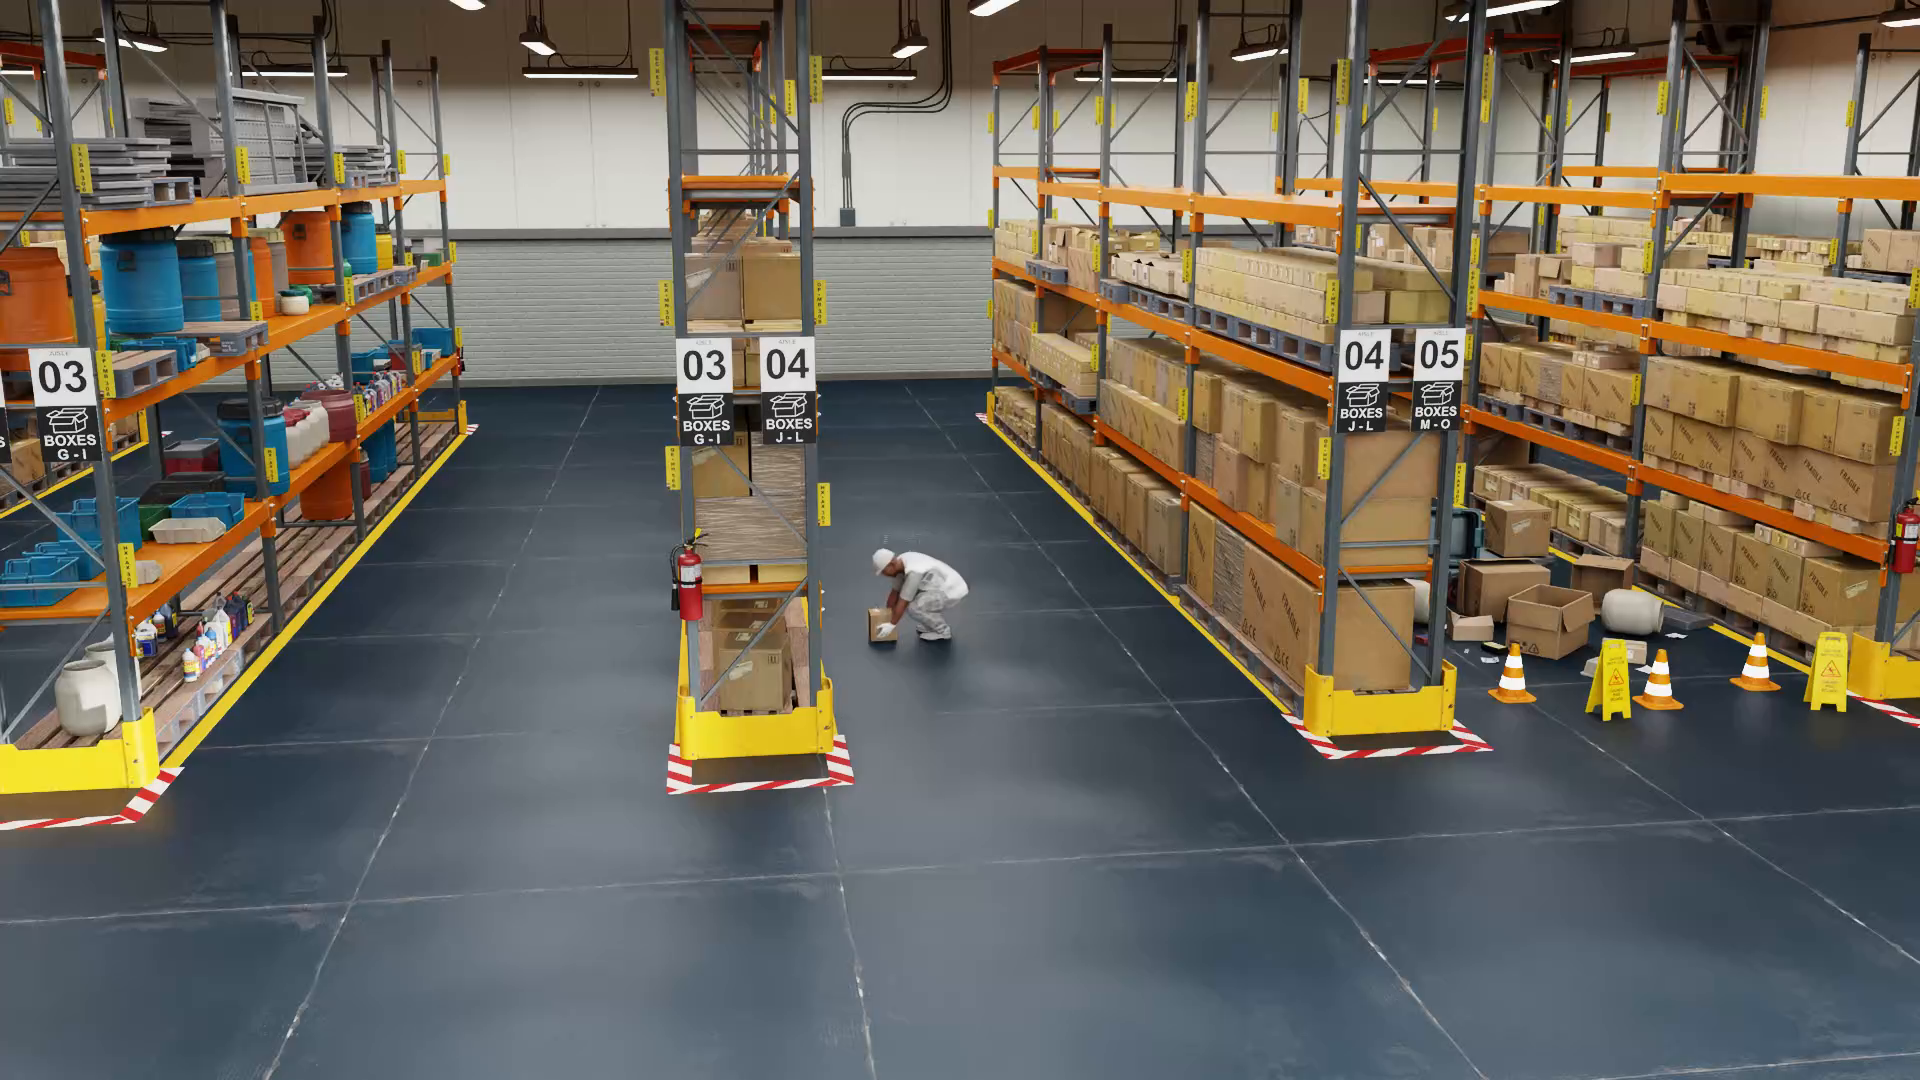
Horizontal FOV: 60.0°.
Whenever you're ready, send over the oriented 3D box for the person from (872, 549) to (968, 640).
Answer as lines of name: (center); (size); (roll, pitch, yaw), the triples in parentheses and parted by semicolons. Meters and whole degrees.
person: (-0.382, 0.495, 15.808); (0.911, 0.885, 0.578); (-2, 13, -8)
